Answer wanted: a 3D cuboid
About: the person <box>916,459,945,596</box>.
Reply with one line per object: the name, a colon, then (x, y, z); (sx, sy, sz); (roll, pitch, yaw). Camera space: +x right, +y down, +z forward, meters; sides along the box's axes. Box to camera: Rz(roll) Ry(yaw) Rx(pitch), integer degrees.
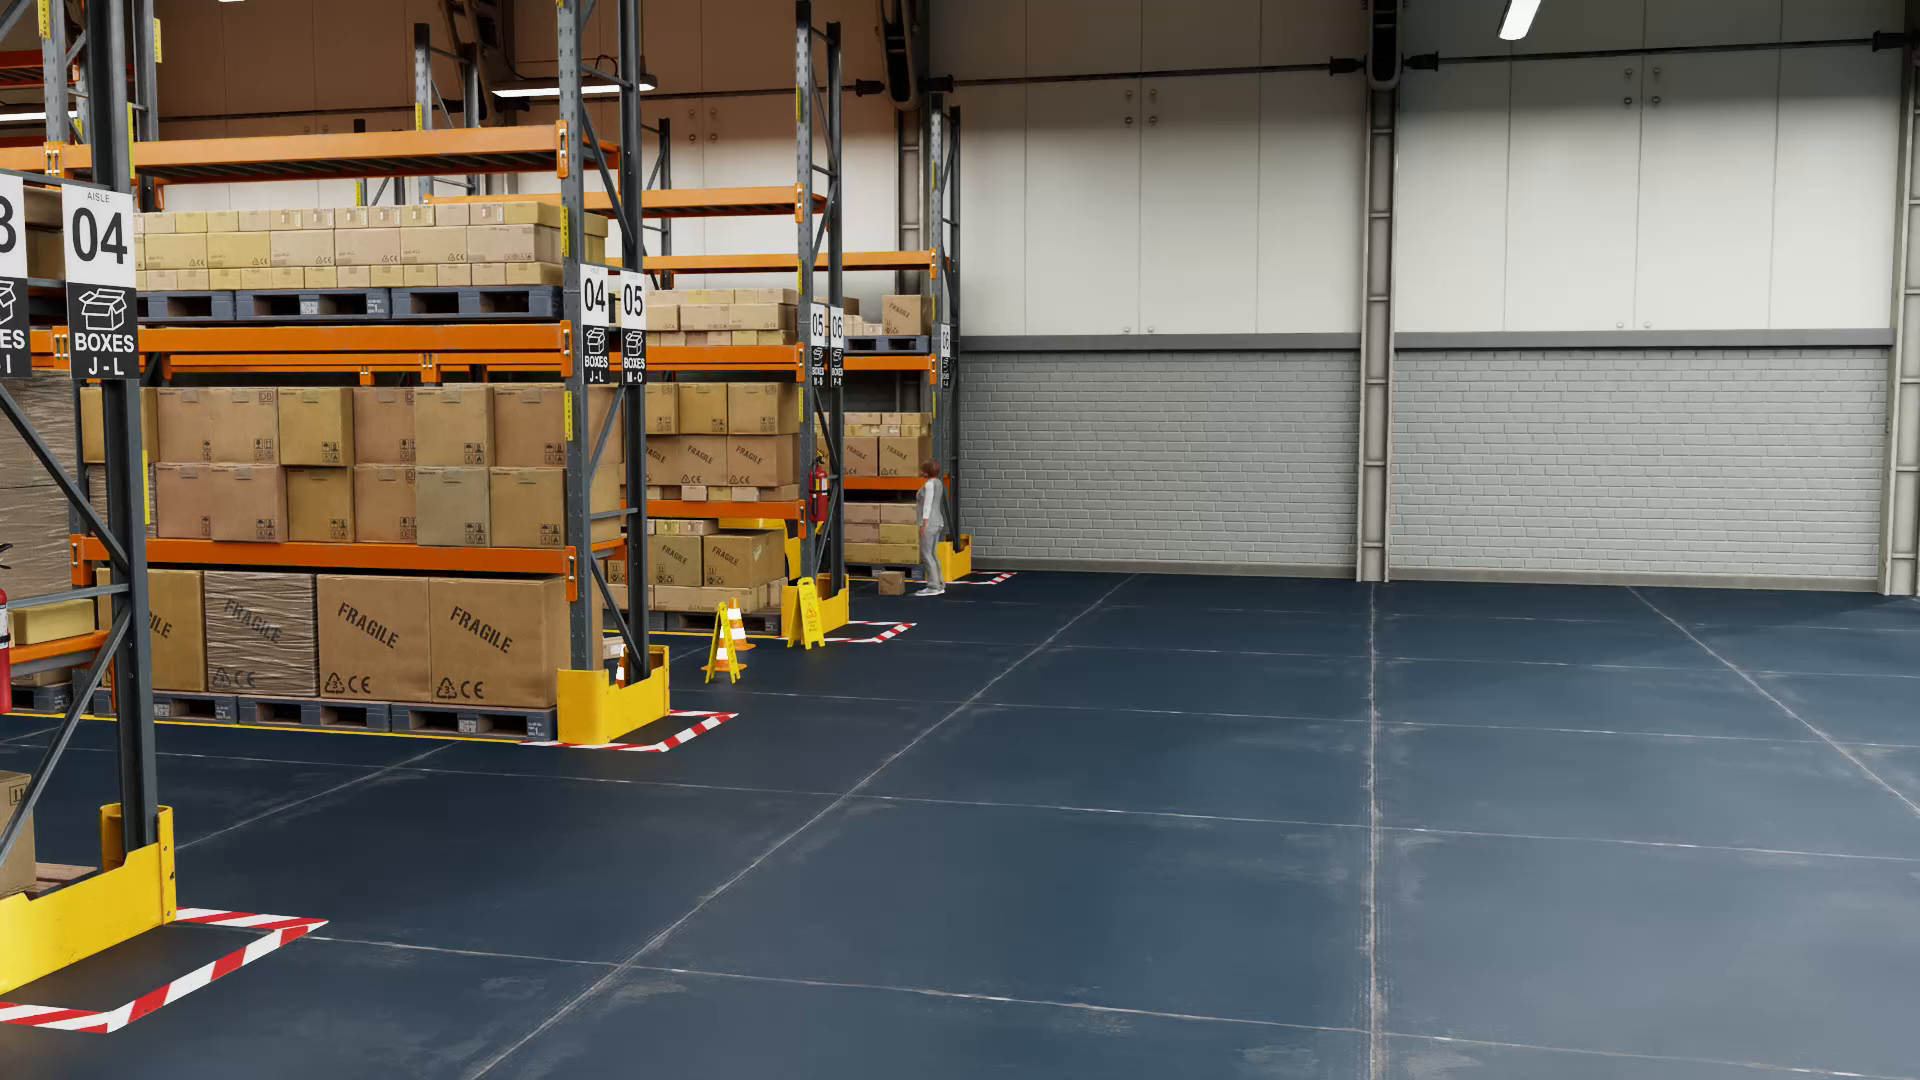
person: (-0.347, -0.148, 19.336); (0.308, 1.594, 0.407); (1, 5, 15)
